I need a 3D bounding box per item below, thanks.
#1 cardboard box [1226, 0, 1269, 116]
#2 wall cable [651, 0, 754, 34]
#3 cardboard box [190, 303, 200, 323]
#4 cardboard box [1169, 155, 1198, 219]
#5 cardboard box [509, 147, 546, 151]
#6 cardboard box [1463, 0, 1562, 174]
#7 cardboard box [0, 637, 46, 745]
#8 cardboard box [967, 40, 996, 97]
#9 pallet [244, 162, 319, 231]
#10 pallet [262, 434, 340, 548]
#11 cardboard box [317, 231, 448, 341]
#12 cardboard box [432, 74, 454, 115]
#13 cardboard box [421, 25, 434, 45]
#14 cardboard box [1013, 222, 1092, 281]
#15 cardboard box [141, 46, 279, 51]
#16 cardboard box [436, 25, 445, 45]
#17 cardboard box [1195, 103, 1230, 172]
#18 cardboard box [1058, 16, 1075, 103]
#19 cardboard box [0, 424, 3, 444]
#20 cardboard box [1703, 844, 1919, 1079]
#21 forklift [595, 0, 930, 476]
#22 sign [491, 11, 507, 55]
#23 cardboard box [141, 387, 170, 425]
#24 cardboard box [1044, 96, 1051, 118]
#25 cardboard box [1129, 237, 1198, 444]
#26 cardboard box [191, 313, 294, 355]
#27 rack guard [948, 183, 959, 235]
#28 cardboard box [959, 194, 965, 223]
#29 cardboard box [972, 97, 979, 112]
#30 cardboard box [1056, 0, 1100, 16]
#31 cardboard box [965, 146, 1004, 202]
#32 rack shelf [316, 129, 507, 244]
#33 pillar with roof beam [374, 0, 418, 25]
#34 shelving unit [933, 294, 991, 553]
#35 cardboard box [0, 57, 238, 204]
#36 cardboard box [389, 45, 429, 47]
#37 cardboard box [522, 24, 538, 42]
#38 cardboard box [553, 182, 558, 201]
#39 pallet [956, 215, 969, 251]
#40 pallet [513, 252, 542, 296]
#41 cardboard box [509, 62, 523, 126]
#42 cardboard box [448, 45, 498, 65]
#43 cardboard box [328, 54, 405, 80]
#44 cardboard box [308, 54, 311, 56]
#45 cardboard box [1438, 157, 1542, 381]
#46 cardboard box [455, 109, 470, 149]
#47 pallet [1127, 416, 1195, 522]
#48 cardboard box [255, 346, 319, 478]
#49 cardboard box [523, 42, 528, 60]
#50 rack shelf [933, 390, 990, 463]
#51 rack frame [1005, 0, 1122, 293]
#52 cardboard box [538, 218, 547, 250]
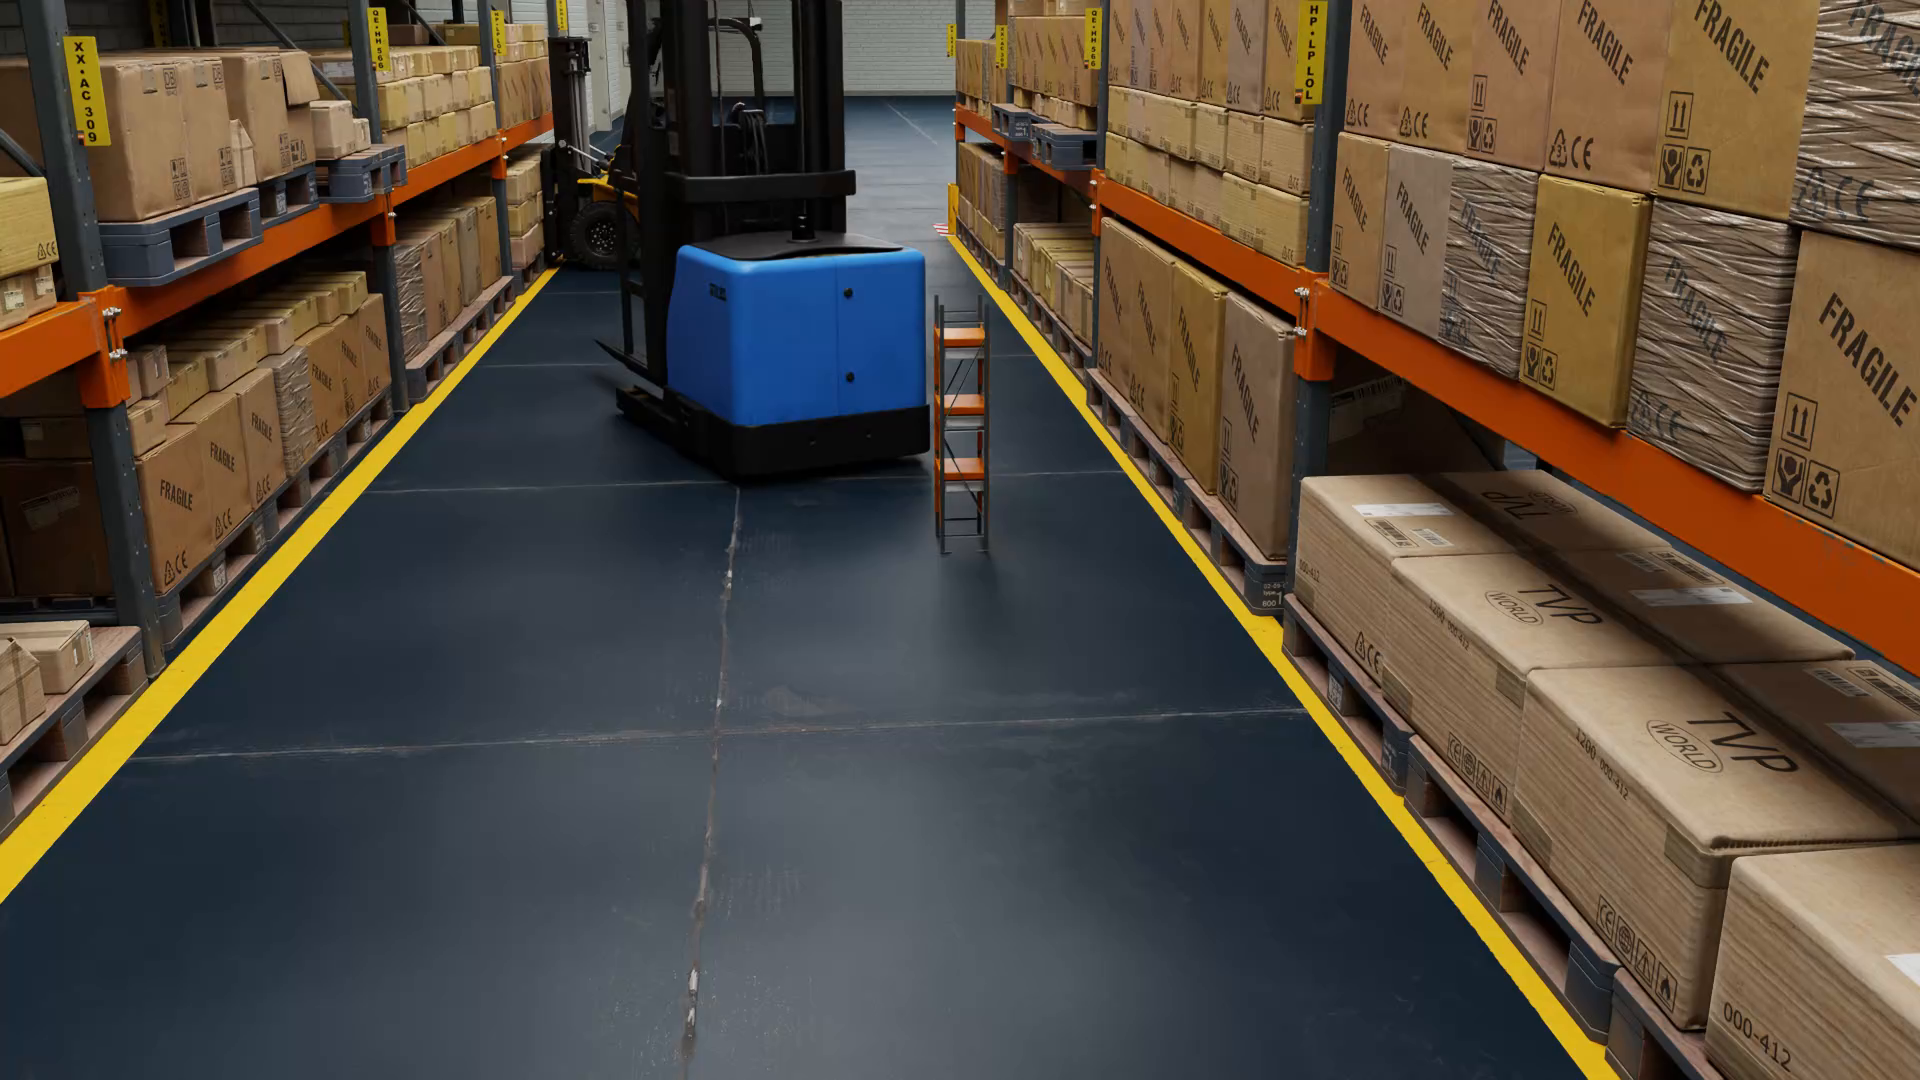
[{"bbox_3d":[1.341,-1.912,6.424,0.500,0.500,0.500,-1,17,-5],"label":"cardboard box"},{"bbox_3d":[-7.385,-15.531,46.808,3.097,2.526,0.112,-2,18,-6],"label":"wall cable"},{"bbox_3d":[-3.867,-1.062,7.942,0.380,0.149,0.250,-3,18,-8],"label":"cardboard box"},{"bbox_3d":[1.258,-1.619,7.576,0.500,0.250,0.500,-2,18,-6],"label":"cardboard box"},{"bbox_3d":[-4.061,-3.615,15.904,0.500,0.250,0.500,-1,17,-5],"label":"cardboard box"},{"bbox_3d":[1.593,-1.180,4.091,0.500,0.500,0.500,-1,17,-5],"label":"cardboard box"},{"bbox_3d":[-2.853,0.414,4.715,0.396,0.266,0.258,-1,17,-4],"label":"cardboard box"},{"bbox_3d":[0.343,-4.417,15.576,0.500,0.500,0.500,-2,18,-7],"label":"cardboard box"},{"bbox_3d":[-3.447,-1.475,7.186,1.003,0.211,1.213,-2,18,-6],"label":"pallet"},{"bbox_3d":[-3.490,-0.229,7.553,1.003,0.211,1.213,-2,18,-6],"label":"pallet"},{"bbox_3d":[-3.778,-1.593,10.508,0.875,0.625,0.625,-1,17,-4],"label":"cardboard box"},{"bbox_3d":[-3.619,-2.909,10.852,0.500,0.250,0.500,-2,17,-5],"label":"cardboard box"},{"bbox_3d":[-4.383,-3.998,13.158,0.380,0.149,0.250,-2,18,-7],"label":"cardboard box"},{"bbox_3d":[0.928,-2.282,13.124,0.950,0.372,0.625,-2,17,-5],"label":"cardboard box"},{"bbox_3d":[-3.755,-2.235,8.421,0.500,0.500,0.500,-1,17,-3],"label":"cardboard box"},{"bbox_3d":[-3.937,-4.015,13.211,0.380,0.149,0.250,-2,17,-5],"label":"cardboard box"},{"bbox_3d":[1.291,-1.702,7.005,0.500,0.250,0.500,-1,17,-4],"label":"cardboard box"},{"bbox_3d":[0.897,-2.970,10.266,0.500,0.500,0.500,-2,18,-7],"label":"cardboard box"},{"bbox_3d":[-3.565,-0.372,5.742,0.380,0.149,0.250,-2,18,-8],"label":"cardboard box"},{"bbox_3d":[1.942,0.912,2.840,0.875,0.438,0.875,-2,18,-8],"label":"cardboard box"},{"bbox_3d":[-1.288,-2.099,8.969,1.130,2.935,3.031,-9,20,-27],"label":"forklift"},{"bbox_3d":[-3.526,-3.871,12.700,0.100,0.325,0.005,-2,18,-6],"label":"sign"},{"bbox_3d":[-3.118,-0.466,6.043,0.380,0.149,0.250,-2,18,-7],"label":"cardboard box"},{"bbox_3d":[0.778,-2.930,11.220,0.380,0.149,0.250,-2,18,-7],"label":"cardboard box"},{"bbox_3d":[1.361,-1.012,8.240,0.875,0.875,0.875,-2,17,-5],"label":"cardboard box"},{"bbox_3d":[-3.241,-0.927,7.512,0.380,0.149,0.250,-3,18,-8],"label":"cardboard box"},{"bbox_3d":[0.467,-3.468,17.389,1.175,0.500,0.348,-2,18,-6],"label":"rack guard"},{"bbox_3d":[0.267,-3.323,16.643,0.500,0.250,0.500,-2,18,-6],"label":"cardboard box"},{"bbox_3d":[0.316,-4.146,15.796,0.380,0.149,0.250,-1,17,-4],"label":"cardboard box"},{"bbox_3d":[0.835,-3.478,10.800,0.380,0.149,0.250,-3,18,-8],"label":"cardboard box"},{"bbox_3d":[0.329,-3.518,16.012,0.500,0.500,0.500,-2,18,-8],"label":"cardboard box"},{"bbox_3d":[-3.859,-2.398,11.009,1.077,0.370,4.000,-2,18,-6],"label":"rack shelf"},{"bbox_3d":[-1.020,-7.289,15.370,9.100,9.000,0.400,-2,18,-6],"label":"pillar with roof beam"},{"bbox_3d":[0.006,-0.485,6.969,0.215,1.050,0.252,-2,18,-6],"label":"shelving unit"},{"bbox_3d":[-3.121,-1.507,6.101,0.700,0.500,0.500,-2,17,-5],"label":"cardboard box"},{"bbox_3d":[-4.354,-3.782,12.967,0.380,0.149,0.250,-2,18,-6],"label":"cardboard box"},{"bbox_3d":[-4.000,-4.551,14.918,0.380,0.149,0.250,-1,17,-5],"label":"cardboard box"},{"bbox_3d":[-4.001,-3.218,15.473,0.500,0.250,0.500,-2,18,-7],"label":"cardboard box"},{"bbox_3d":[0.516,-3.087,16.658,1.003,0.211,1.213,-2,18,-6],"label":"pallet"},{"bbox_3d":[-4.105,-2.245,13.975,1.003,0.211,1.213,-2,18,-6],"label":"pallet"},{"bbox_3d":[-3.921,-3.680,13.723,0.500,0.500,0.500,-1,17,-5],"label":"cardboard box"},{"bbox_3d":[-3.836,-3.797,13.015,0.380,0.149,0.250,-2,18,-7],"label":"cardboard box"},{"bbox_3d":[-3.473,-2.762,9.717,0.380,0.149,0.250,-1,17,-4],"label":"cardboard box"},{"bbox_3d":[-3.991,-2.747,9.669,0.380,0.149,0.250,-2,18,-6],"label":"cardboard box"},{"bbox_3d":[1.578,-0.709,4.262,0.500,0.500,0.500,-2,18,-5],"label":"cardboard box"},{"bbox_3d":[-3.675,-2.825,11.418,0.500,0.250,0.500,-2,18,-5],"label":"cardboard box"},{"bbox_3d":[1.413,-0.370,8.002,1.003,0.211,1.213,-2,18,-6],"label":"pallet"},{"bbox_3d":[-3.225,-0.574,7.471,0.500,0.500,0.500,-2,18,-8],"label":"cardboard box"},{"bbox_3d":[-3.976,-4.259,14.484,0.380,0.149,0.250,-2,18,-7],"label":"cardboard box"},{"bbox_3d":[0.006,-0.475,6.972,0.215,0.259,0.240,-2,18,-6],"label":"rack shelf"},{"bbox_3d":[0.872,-3.492,13.291,1.000,3.000,0.127,-2,18,-6],"label":"rack frame"},{"bbox_3d":[-3.922,-2.683,14.606,0.500,0.250,0.500,-1,17,-5],"label":"cardboard box"}]
